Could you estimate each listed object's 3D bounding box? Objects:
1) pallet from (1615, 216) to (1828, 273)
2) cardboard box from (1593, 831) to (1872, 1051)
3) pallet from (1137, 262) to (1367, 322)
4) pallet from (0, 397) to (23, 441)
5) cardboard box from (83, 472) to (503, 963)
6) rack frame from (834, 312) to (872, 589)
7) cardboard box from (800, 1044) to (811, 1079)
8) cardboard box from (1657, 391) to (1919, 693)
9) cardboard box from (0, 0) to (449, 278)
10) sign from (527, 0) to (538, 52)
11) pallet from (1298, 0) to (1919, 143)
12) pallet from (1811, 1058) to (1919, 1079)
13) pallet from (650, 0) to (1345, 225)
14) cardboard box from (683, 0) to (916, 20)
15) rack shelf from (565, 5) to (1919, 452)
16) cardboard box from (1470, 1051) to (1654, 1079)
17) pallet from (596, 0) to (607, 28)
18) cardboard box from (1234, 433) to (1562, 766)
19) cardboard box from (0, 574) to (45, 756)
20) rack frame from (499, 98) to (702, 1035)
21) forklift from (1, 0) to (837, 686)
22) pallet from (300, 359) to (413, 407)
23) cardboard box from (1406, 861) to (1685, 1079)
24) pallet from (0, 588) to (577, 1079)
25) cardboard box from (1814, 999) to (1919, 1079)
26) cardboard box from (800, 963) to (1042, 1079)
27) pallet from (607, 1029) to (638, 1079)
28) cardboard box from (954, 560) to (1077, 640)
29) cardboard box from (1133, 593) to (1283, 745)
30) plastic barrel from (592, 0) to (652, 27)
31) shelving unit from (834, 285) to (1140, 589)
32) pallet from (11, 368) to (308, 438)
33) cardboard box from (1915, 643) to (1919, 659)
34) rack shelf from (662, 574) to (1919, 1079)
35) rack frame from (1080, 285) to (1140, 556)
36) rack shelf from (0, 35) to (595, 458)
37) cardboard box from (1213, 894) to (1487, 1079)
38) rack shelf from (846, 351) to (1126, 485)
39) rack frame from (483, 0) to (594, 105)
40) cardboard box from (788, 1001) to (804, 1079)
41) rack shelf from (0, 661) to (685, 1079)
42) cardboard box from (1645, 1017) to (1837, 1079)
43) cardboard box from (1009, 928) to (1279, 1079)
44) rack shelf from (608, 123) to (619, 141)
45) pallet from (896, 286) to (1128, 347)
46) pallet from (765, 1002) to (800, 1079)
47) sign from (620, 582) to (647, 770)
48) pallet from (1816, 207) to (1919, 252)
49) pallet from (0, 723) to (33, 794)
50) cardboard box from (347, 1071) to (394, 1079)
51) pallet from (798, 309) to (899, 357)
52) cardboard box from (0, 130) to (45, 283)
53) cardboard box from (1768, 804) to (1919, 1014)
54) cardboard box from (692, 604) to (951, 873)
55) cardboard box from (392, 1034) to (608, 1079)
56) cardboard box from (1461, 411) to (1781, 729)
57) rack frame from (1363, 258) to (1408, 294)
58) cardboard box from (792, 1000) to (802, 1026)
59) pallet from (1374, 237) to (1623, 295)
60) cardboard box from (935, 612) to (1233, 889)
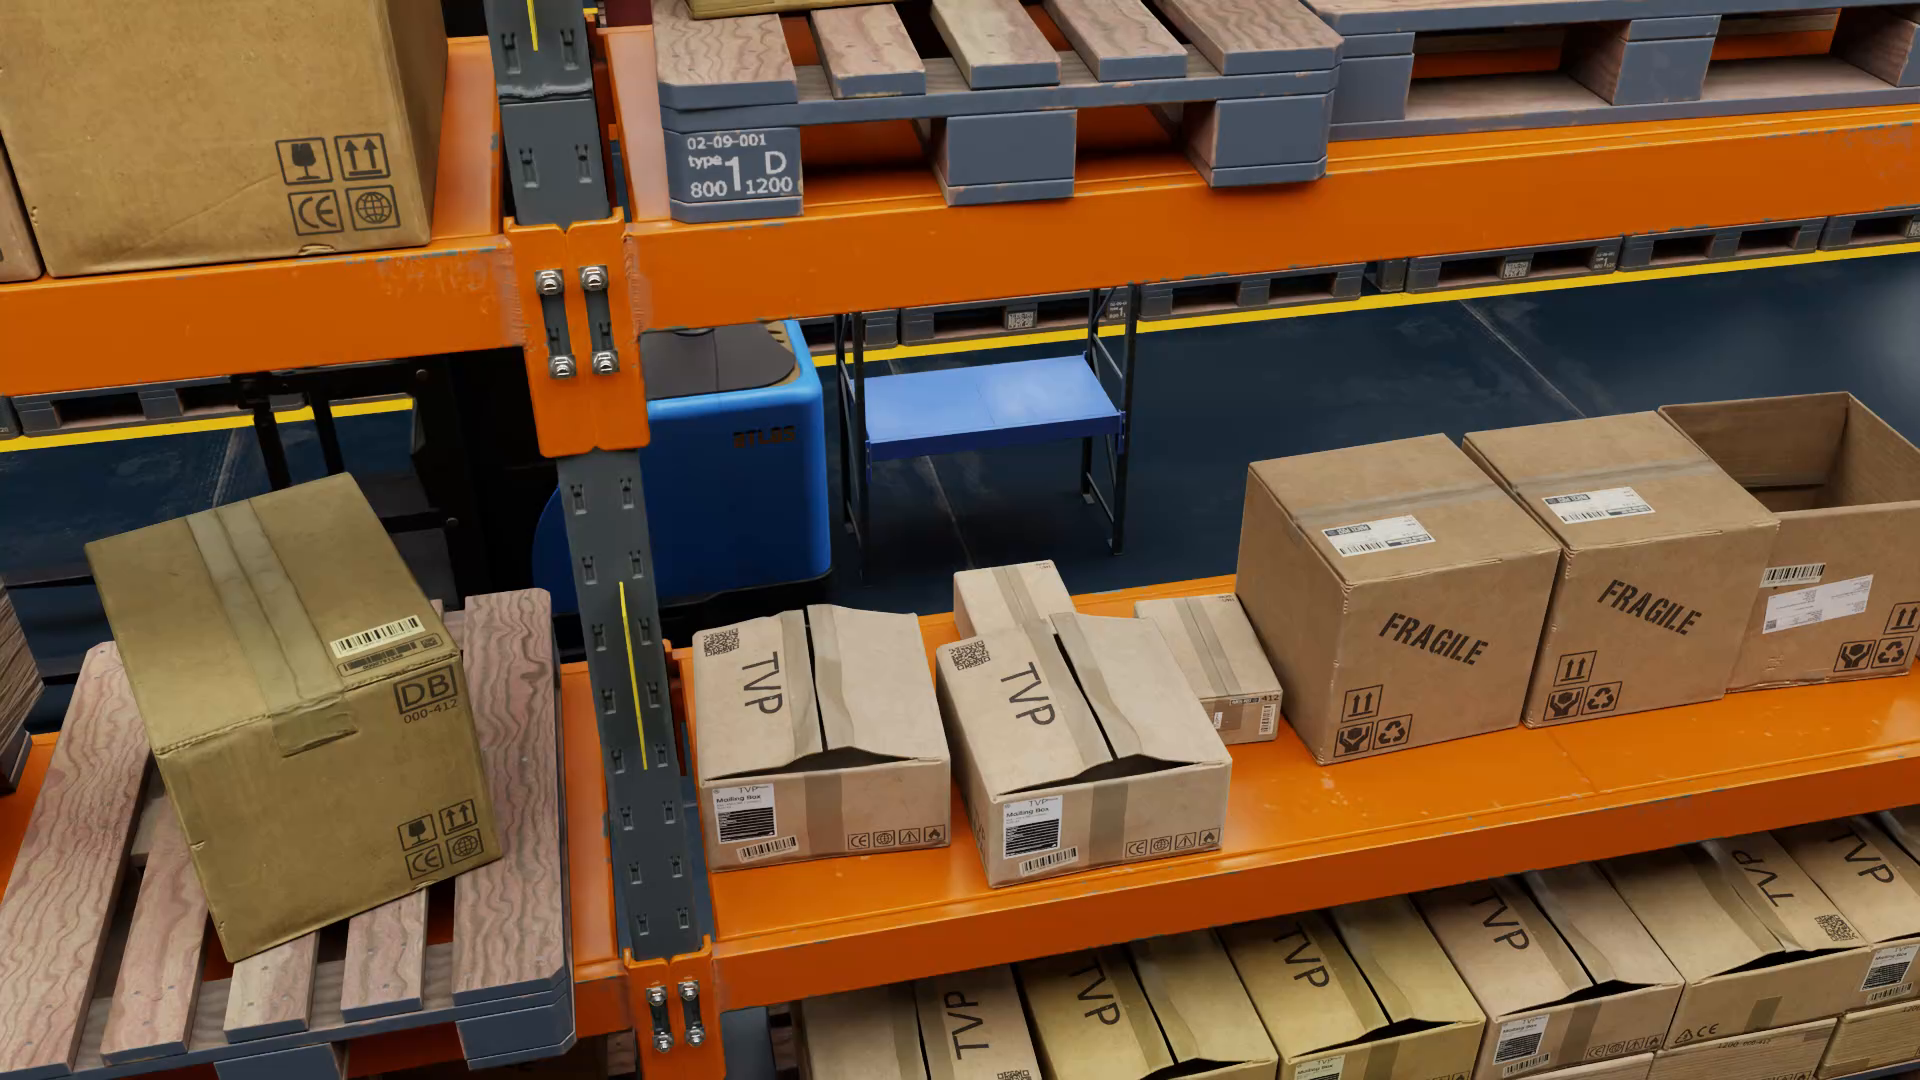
[{"bbox_3d":[4.000,-1.857,9.328,1.213,0.211,1.003,-7,35,-11],"label":"pallet"},{"bbox_3d":[1.907,0.957,4.220,0.500,0.311,0.500,-7,35,-11],"label":"cardboard box"},{"bbox_3d":[1.386,-1.528,8.838,1.213,0.211,1.003,-7,35,-11],"label":"pallet"},{"bbox_3d":[-4.898,-0.734,7.655,1.213,0.211,1.003,-7,35,-11],"label":"pallet"},{"bbox_3d":[-1.259,0.304,3.139,0.500,0.500,0.700,-19,38,-26],"label":"cardboard box"},{"bbox_3d":[-0.413,-0.571,6.255,0.032,1.500,0.500,-7,35,-11],"label":"rack frame"},{"bbox_3d":[-0.094,1.443,3.998,0.500,0.250,0.500,-7,35,-11],"label":"cardboard box"},{"bbox_3d":[1.966,-0.002,3.972,0.500,0.500,0.500,-5,34,-7],"label":"cardboard box"},{"bbox_3d":[-1.087,-0.834,2.520,0.500,0.500,0.910,-7,35,-11],"label":"cardboard box"},{"bbox_3d":[-0.552,-0.784,2.071,0.005,0.325,0.100,-7,35,-11],"label":"sign"},{"bbox_3d":[1.063,-1.057,3.111,1.213,0.211,1.003,-6,34,-8],"label":"pallet"},{"bbox_3d":[2.522,1.159,4.834,1.213,0.211,1.003,-7,35,-11],"label":"pallet"},{"bbox_3d":[-0.027,-0.918,2.904,1.003,0.211,1.213,-6,34,-8],"label":"pallet"},{"bbox_3d":[-0.239,-1.063,2.708,0.500,0.250,0.500,-10,35,-14],"label":"cardboard box"},{"bbox_3d":[1.281,-0.812,3.222,4.000,0.370,1.077,-7,35,-11],"label":"rack shelf"},{"bbox_3d":[1.402,1.251,4.284,0.500,0.250,0.500,-6,34,-10],"label":"cardboard box"},{"bbox_3d":[-2.088,-3.941,12.433,1.213,0.211,1.003,-7,35,-11],"label":"pallet"},{"bbox_3d":[0.964,0.124,3.783,0.500,0.500,0.500,-9,35,-13],"label":"cardboard box"},{"bbox_3d":[-2.193,0.312,3.126,0.500,0.500,0.700,-1,34,-2],"label":"cardboard box"},{"bbox_3d":[-0.669,0.381,3.491,0.127,3.000,1.000,-7,35,-11],"label":"rack frame"},{"bbox_3d":[-2.029,-0.912,5.478,3.031,2.935,1.130,-8,35,-11],"label":"forklift"},{"bbox_3d":[-2.518,-1.034,8.102,1.213,0.211,1.003,-7,35,-11],"label":"pallet"},{"bbox_3d":[1.416,1.016,4.131,0.500,0.311,0.500,-8,35,-11],"label":"cardboard box"},{"bbox_3d":[-1.315,0.582,3.363,1.003,0.211,1.213,-7,35,-11],"label":"pallet"},{"bbox_3d":[2.398,1.126,4.471,0.500,0.250,0.500,-8,35,-11],"label":"cardboard box"},{"bbox_3d":[-0.094,1.211,3.842,0.500,0.311,0.500,-6,34,-9],"label":"cardboard box"},{"bbox_3d":[-1.406,1.610,4.162,1.213,0.211,1.003,-7,35,-11],"label":"pallet"},{"bbox_3d":[0.147,0.224,3.949,0.250,0.149,0.380,-7,35,-11],"label":"cardboard box"},{"bbox_3d":[0.562,0.298,3.840,0.250,0.149,0.380,-5,34,-7],"label":"cardboard box"},{"bbox_3d":[-1.373,-2.590,7.796,0.708,0.536,0.600,-7,35,-11],"label":"plastic barrel"},{"bbox_3d":[0.083,-0.633,6.348,1.048,1.500,0.538,-7,35,-11],"label":"shelving unit"},{"bbox_3d":[-3.706,-0.886,7.881,1.213,0.211,1.003,-7,35,-11],"label":"pallet"},{"bbox_3d":[2.415,0.153,3.951,0.258,0.266,0.396,-8,35,-12],"label":"cardboard box"},{"bbox_3d":[1.281,0.434,4.057,4.000,0.370,1.077,-7,35,-11],"label":"rack shelf"},{"bbox_3d":[0.579,-0.696,6.441,0.032,1.500,0.500,-7,35,-11],"label":"rack frame"},{"bbox_3d":[-2.620,-0.320,2.489,4.000,0.370,1.077,-7,35,-11],"label":"rack shelf"},{"bbox_3d":[0.915,1.080,4.036,0.500,0.311,0.500,-8,35,-12],"label":"cardboard box"},{"bbox_3d":[0.083,-0.484,6.448,1.000,0.185,0.538,-7,35,-11],"label":"rack shelf"},{"bbox_3d":[-0.669,-2.110,1.819,0.127,3.000,1.000,-7,35,-11],"label":"rack frame"},{"bbox_3d":[-0.210,1.151,4.434,0.500,0.250,0.500,-6,34,-9],"label":"cardboard box"},{"bbox_3d":[-2.620,0.925,3.325,4.000,0.370,1.077,-7,35,-11],"label":"rack shelf"},{"bbox_3d":[1.899,1.189,4.377,0.500,0.250,0.500,-6,34,-9],"label":"cardboard box"},{"bbox_3d":[0.417,1.141,3.945,0.500,0.311,0.500,-8,35,-12],"label":"cardboard box"},{"bbox_3d":[0.192,-2.259,8.070,4.000,0.370,1.077,-7,35,-11],"label":"rack shelf"},{"bbox_3d":[0.193,-1.376,8.611,1.213,0.211,1.003,-7,35,-11],"label":"pallet"},{"bbox_3d":[0.142,1.459,4.387,1.213,0.211,1.003,-7,35,-11],"label":"pallet"},{"bbox_3d":[-0.540,0.227,2.752,0.005,0.325,0.100,-7,35,-11],"label":"sign"},{"bbox_3d":[5.187,-2.005,9.549,1.213,0.211,1.003,-7,35,-11],"label":"pallet"},{"bbox_3d":[-2.565,0.702,3.184,1.213,0.211,1.003,-7,35,-11],"label":"pallet"},{"bbox_3d":[-1.530,1.479,3.703,0.500,0.500,0.500,-6,34,-9],"label":"cardboard box"},{"bbox_3d":[-0.994,-1.228,8.391,1.213,0.211,1.003,-7,35,-11],"label":"pallet"},{"bbox_3d":[-1.585,-0.772,2.426,0.500,0.500,0.910,-7,35,-11],"label":"cardboard box"},{"bbox_3d":[2.394,0.897,4.310,0.500,0.311,0.500,-6,34,-9],"label":"cardboard box"},{"bbox_3d":[-0.305,0.397,3.547,0.500,0.311,0.500,-5,34,-8],"label":"cardboard box"},{"bbox_3d":[-1.176,1.137,4.213,0.500,0.500,0.500,-6,34,-9],"label":"cardboard box"},{"bbox_3d":[1.477,0.059,3.880,0.500,0.500,0.500,-7,35,-10],"label":"cardboard box"},{"bbox_3d":[2.143,-2.804,8.236,0.127,3.000,1.000,-7,35,-11],"label":"rack frame"},{"bbox_3d":[-0.213,0.917,4.279,0.500,0.311,0.500,-6,34,-9],"label":"cardboard box"},{"bbox_3d":[2.807,-1.706,9.102,1.213,0.211,1.003,-7,35,-11],"label":"pallet"},{"bbox_3d":[0.246,0.413,3.522,0.500,0.311,0.500,-8,35,-11],"label":"cardboard box"}]
